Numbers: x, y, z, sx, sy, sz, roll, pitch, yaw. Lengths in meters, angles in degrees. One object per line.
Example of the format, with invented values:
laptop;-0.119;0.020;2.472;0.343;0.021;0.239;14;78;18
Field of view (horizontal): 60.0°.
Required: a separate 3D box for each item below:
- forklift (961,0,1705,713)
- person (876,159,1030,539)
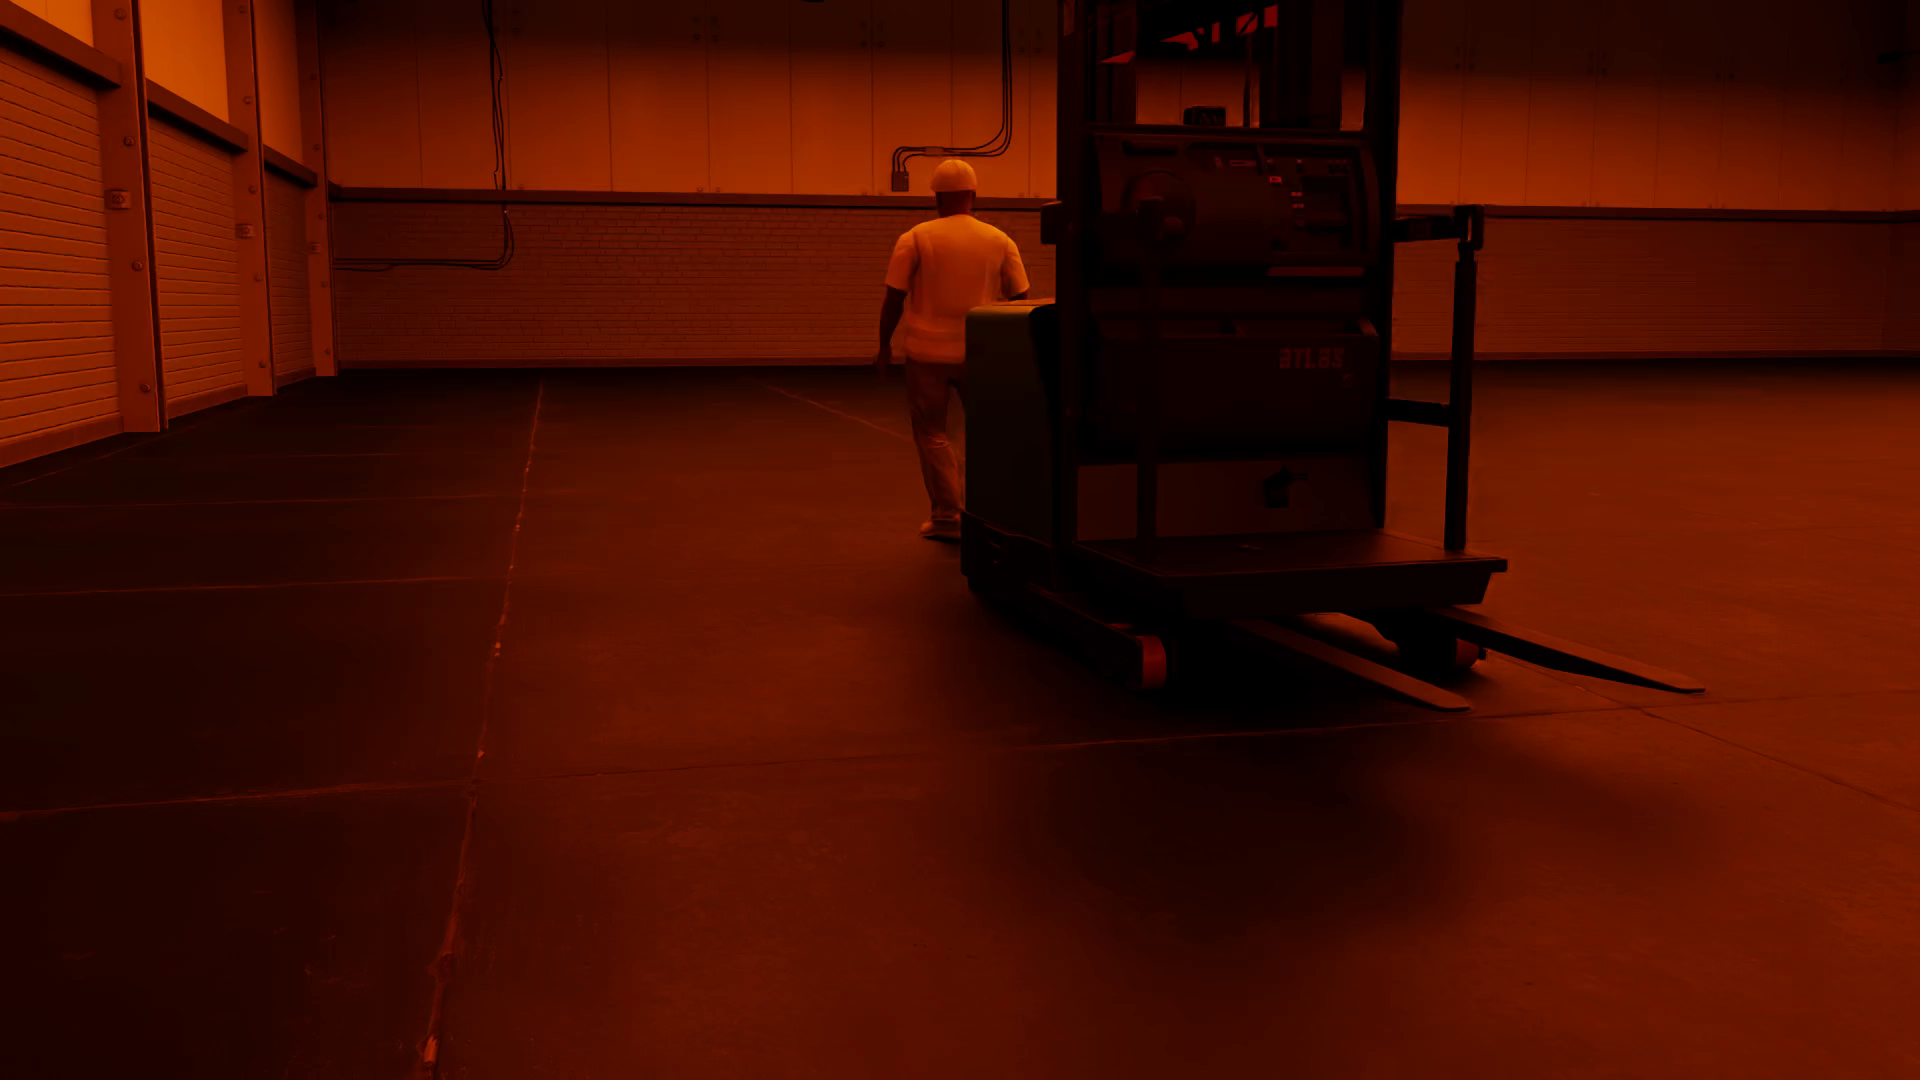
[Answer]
forklift;0.915;-1.085;4.887;1.130;2.935;3.031;-2;8;-17
person;-0.030;-0.869;7.716;0.724;1.740;0.581;-2;8;-12
